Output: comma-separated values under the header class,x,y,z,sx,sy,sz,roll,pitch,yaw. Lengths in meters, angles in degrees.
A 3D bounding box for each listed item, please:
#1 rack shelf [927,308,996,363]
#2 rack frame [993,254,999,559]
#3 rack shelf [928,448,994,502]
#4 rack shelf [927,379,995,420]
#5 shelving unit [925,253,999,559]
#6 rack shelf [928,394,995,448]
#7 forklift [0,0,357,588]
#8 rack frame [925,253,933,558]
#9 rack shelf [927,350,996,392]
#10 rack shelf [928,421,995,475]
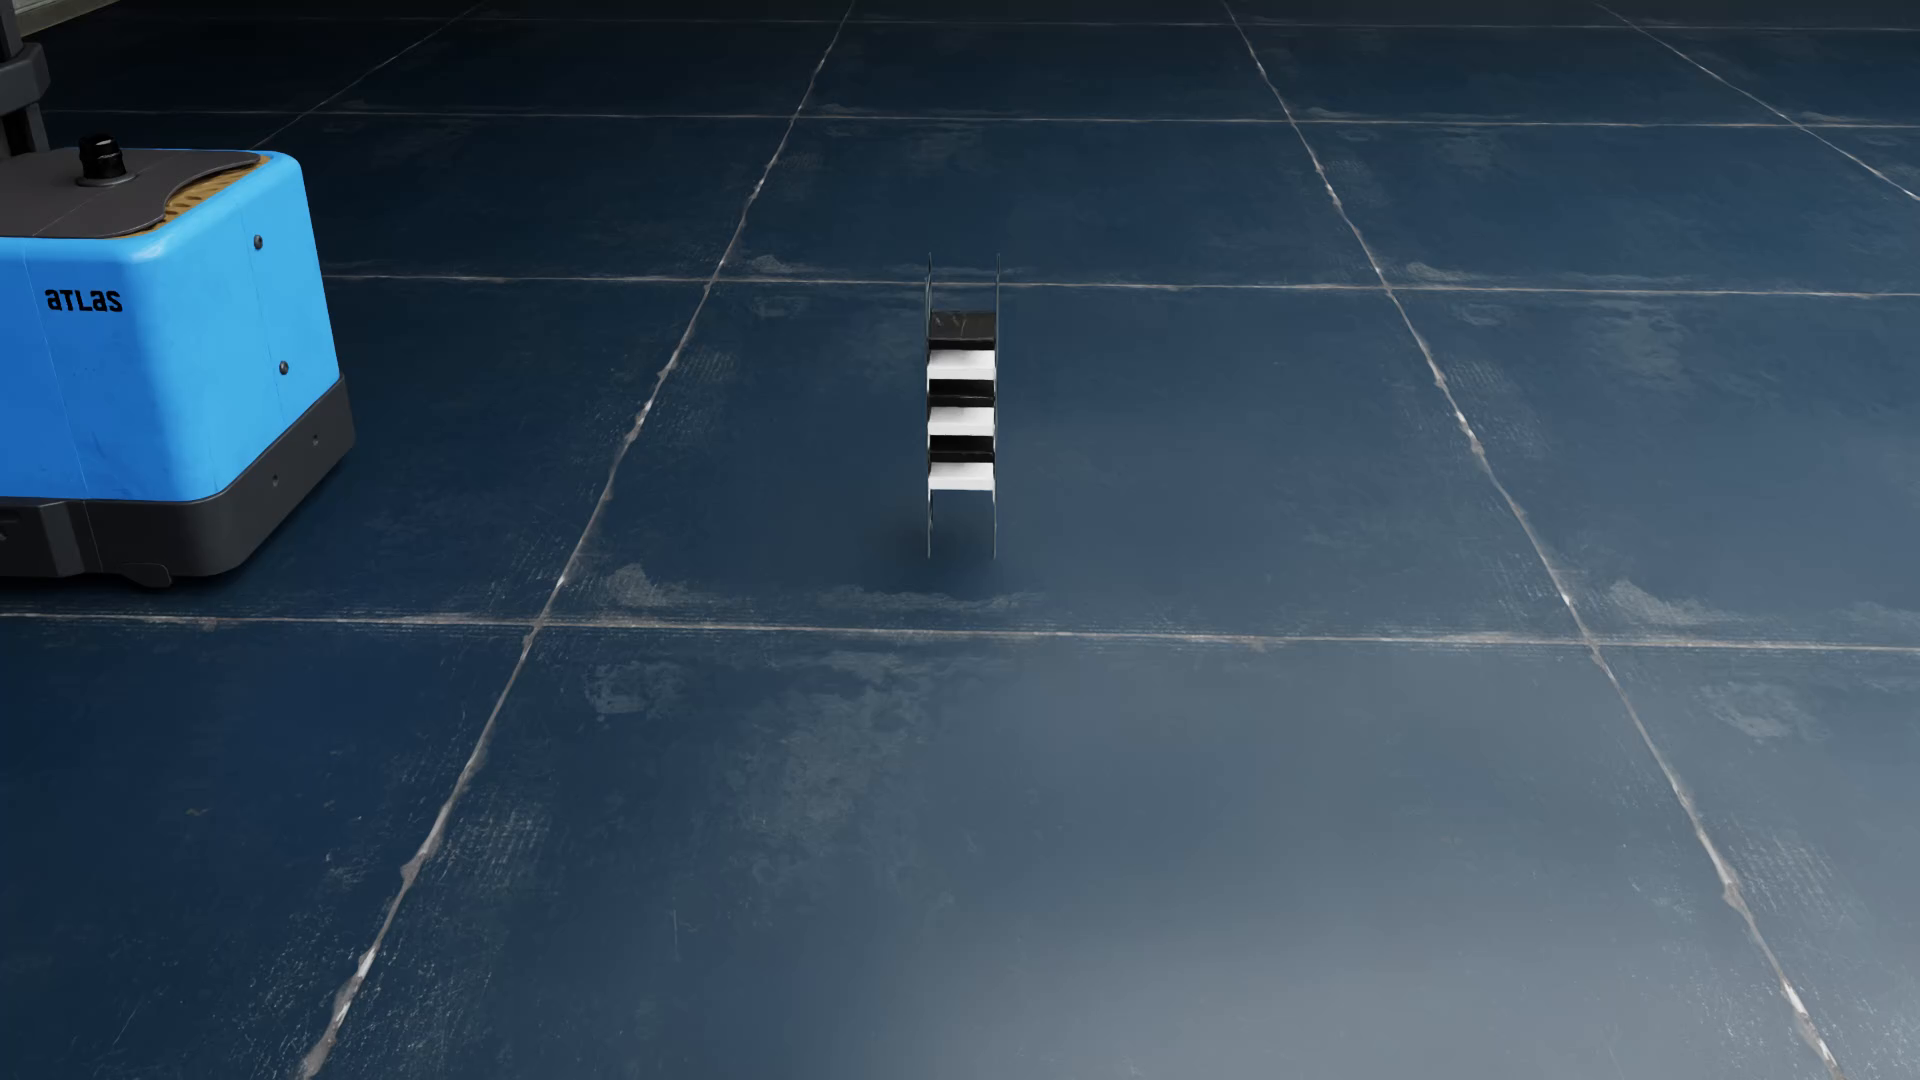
class,x,y,z,sx,sy,sz,roll,pitch,yaw
rack shelf,0.008,-0.607,4.928,0.200,0.077,0.258,1,28,2
rack frame,0.110,-0.396,5.036,0.006,0.900,0.240,1,28,2
rack shelf,0.008,-0.209,5.139,0.200,0.077,0.258,1,28,2
rack shelf,0.008,-0.448,5.012,0.200,0.077,0.258,1,28,2
shelving unit,0.008,-0.397,5.039,0.210,0.900,0.258,1,28,2
rack shelf,0.008,-0.368,5.055,0.200,0.077,0.258,1,28,2
forklift,-3.622,-1.414,4.788,3.031,2.935,1.130,2,28,4
rack frame,-0.093,-0.399,5.042,0.006,0.900,0.240,1,28,2
rack shelf,0.008,-0.527,4.970,0.200,0.077,0.258,1,28,2
rack shelf,0.008,-0.288,5.097,0.200,0.077,0.258,1,28,2
